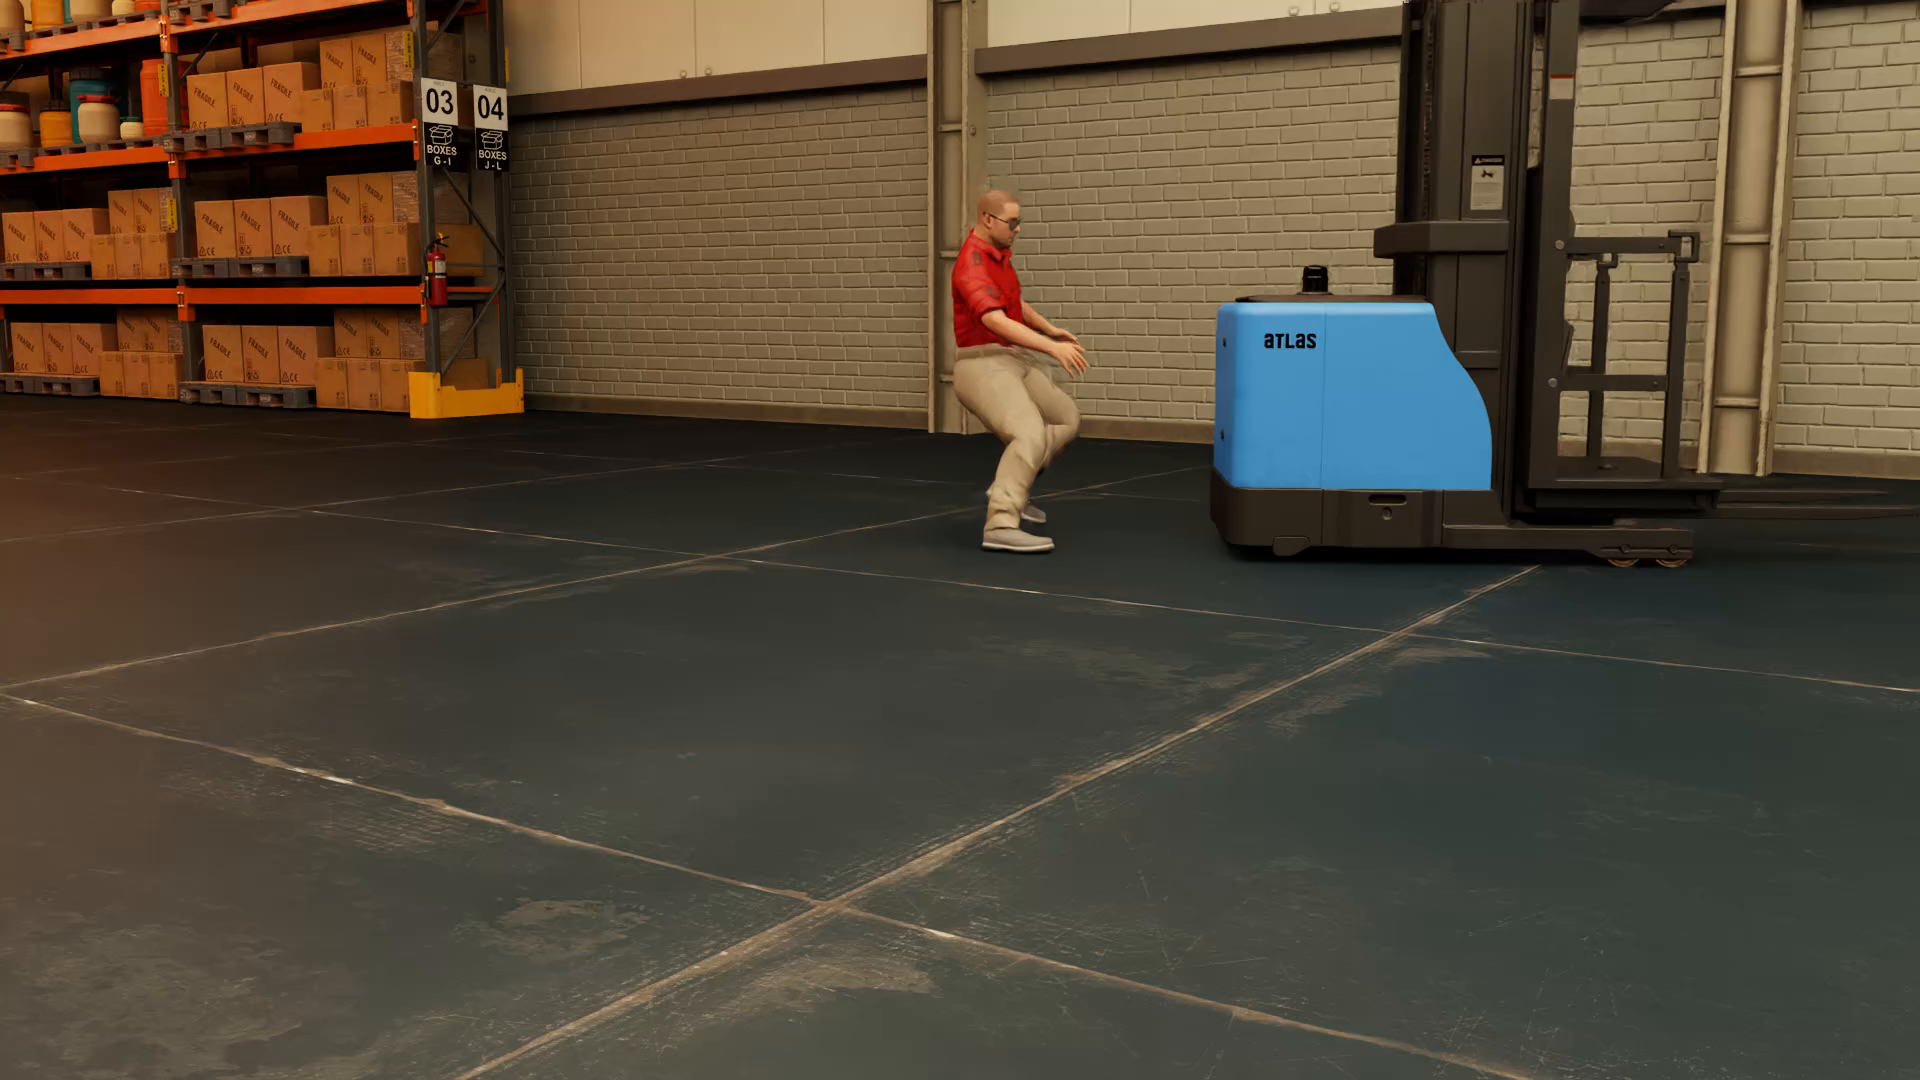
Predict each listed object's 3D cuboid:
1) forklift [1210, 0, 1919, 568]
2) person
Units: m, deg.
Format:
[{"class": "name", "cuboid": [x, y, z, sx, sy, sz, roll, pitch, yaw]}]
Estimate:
[{"class": "forklift", "cuboid": [2.666, -1.416, 7.149, 3.031, 2.935, 1.130, 1, 8, 4]}, {"class": "person", "cuboid": [0.305, -0.778, 7.476, 0.686, 1.565, 0.863, 2, 8, 15]}]
